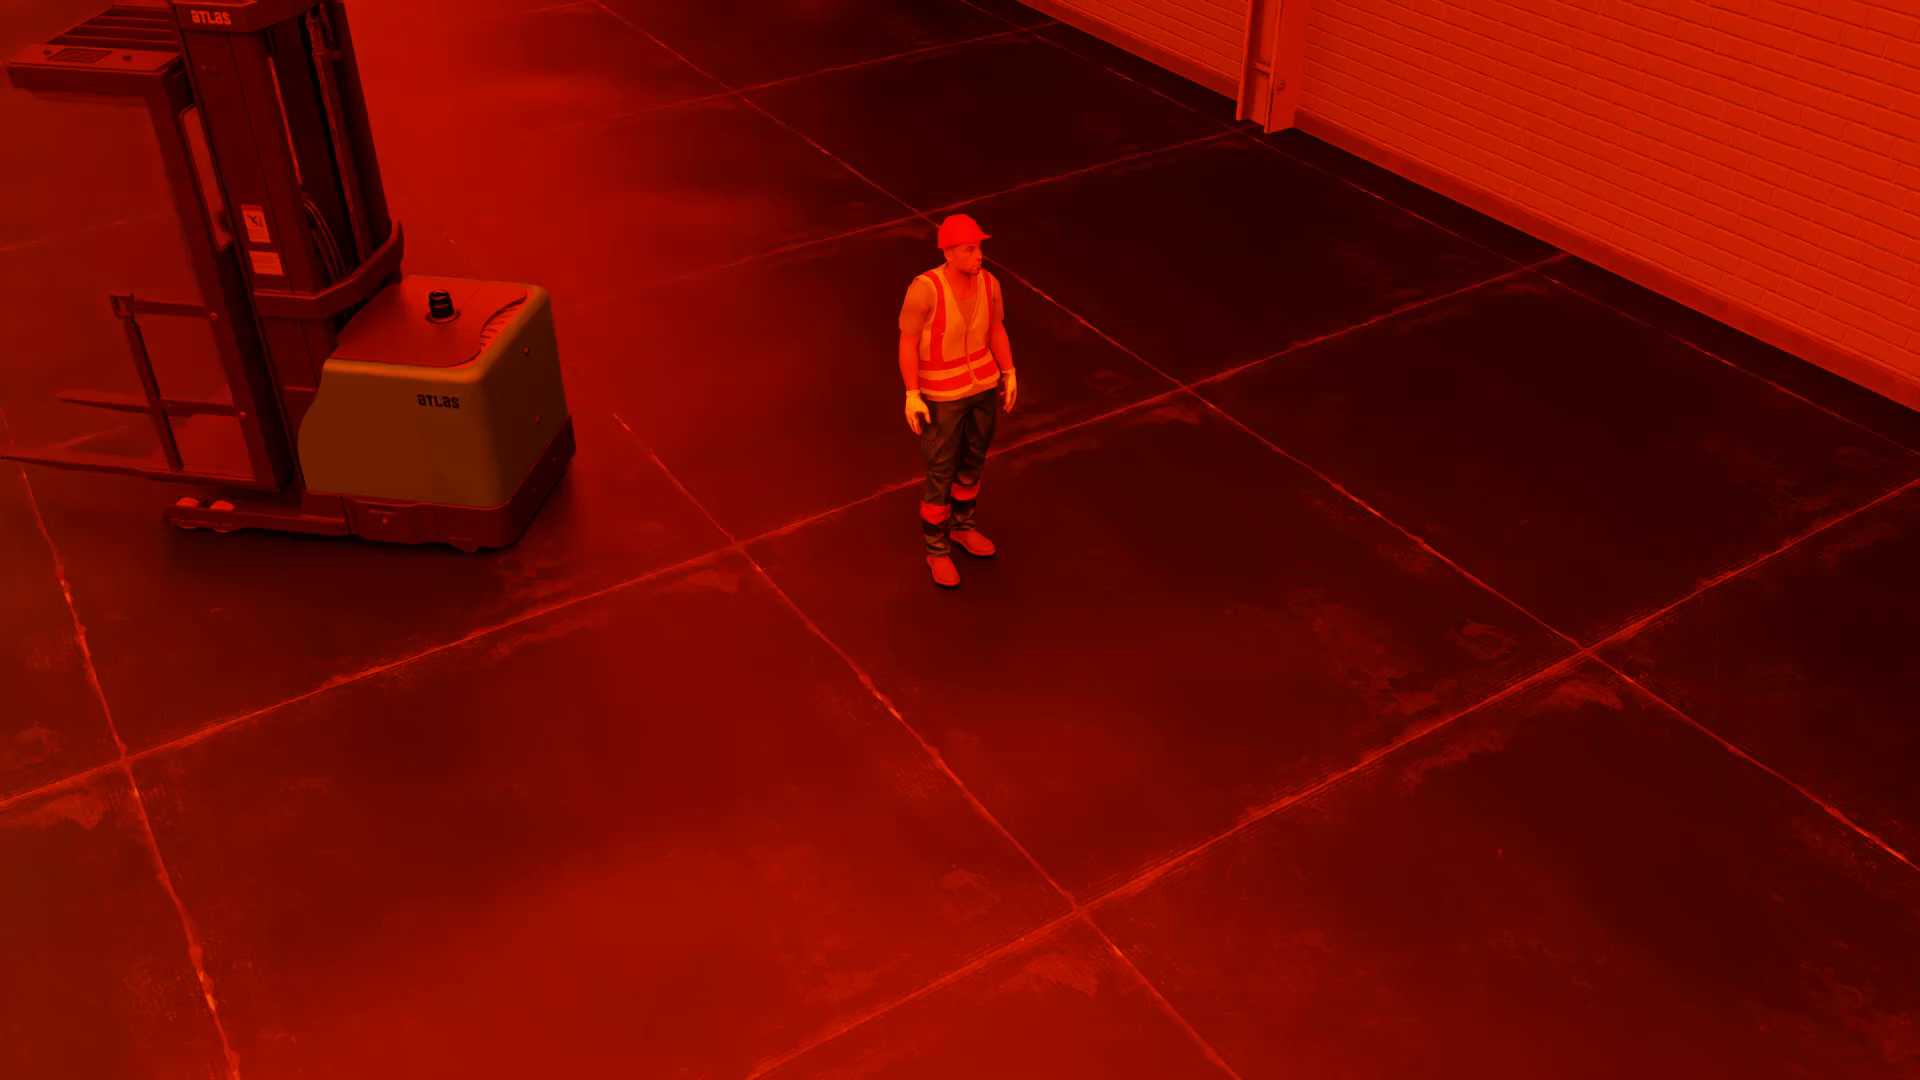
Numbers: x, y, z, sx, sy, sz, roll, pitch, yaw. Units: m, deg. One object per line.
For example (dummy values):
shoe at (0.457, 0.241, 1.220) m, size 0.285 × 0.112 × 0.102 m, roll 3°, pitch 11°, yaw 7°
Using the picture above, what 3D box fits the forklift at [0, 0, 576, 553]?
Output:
forklift at (-3.706, -1.531, 8.327) m, size 3.031 × 2.935 × 1.130 m, roll 6°, pitch 35°, yaw 8°

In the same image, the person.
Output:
person at (0.033, -0.696, 8.118) m, size 0.637 × 1.787 × 0.564 m, roll -21°, pitch 40°, yaw -27°
